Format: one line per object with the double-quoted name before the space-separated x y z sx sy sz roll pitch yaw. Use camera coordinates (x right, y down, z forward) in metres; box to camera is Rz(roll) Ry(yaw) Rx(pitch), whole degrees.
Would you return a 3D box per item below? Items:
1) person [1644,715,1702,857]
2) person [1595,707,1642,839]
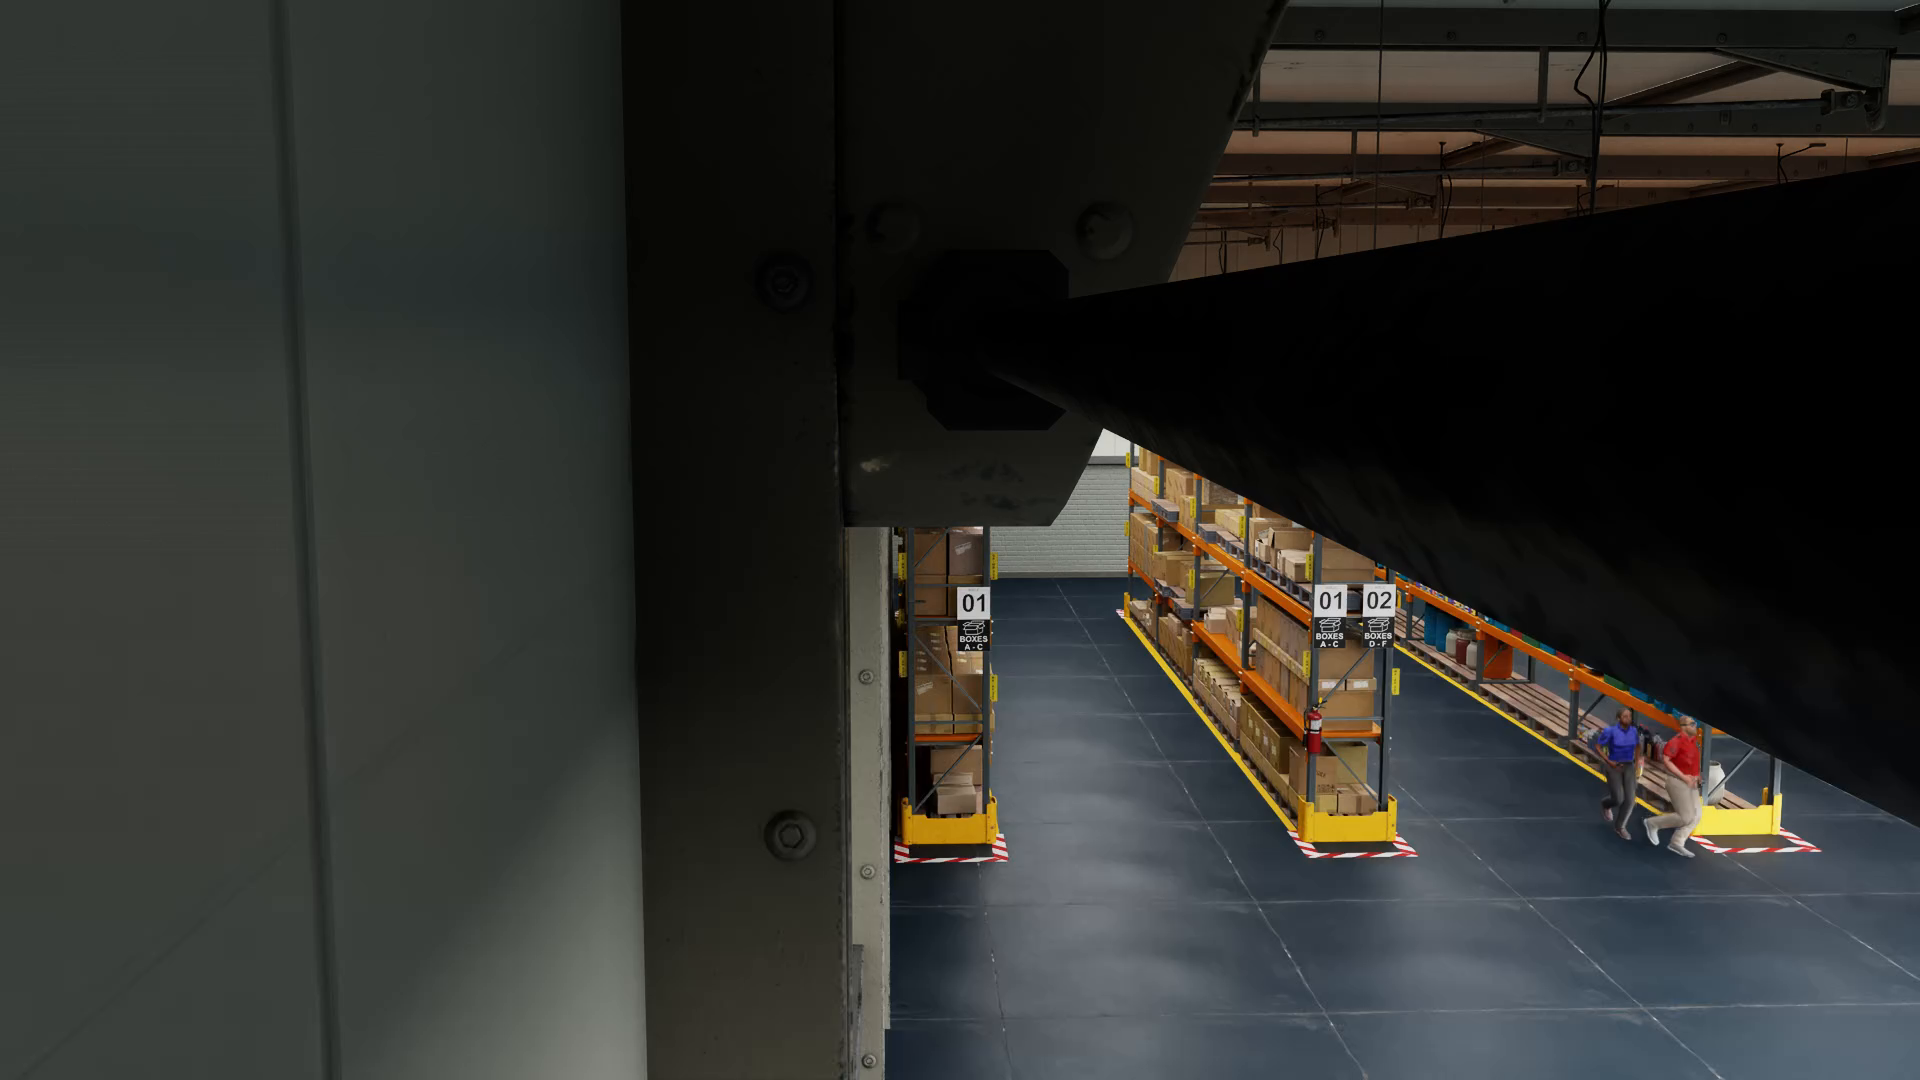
"person" 8.672 2.950 20.108 0.608 1.704 0.692 7 10 43
"person" 8.257 2.883 20.840 0.612 1.633 0.598 -1 7 -4
